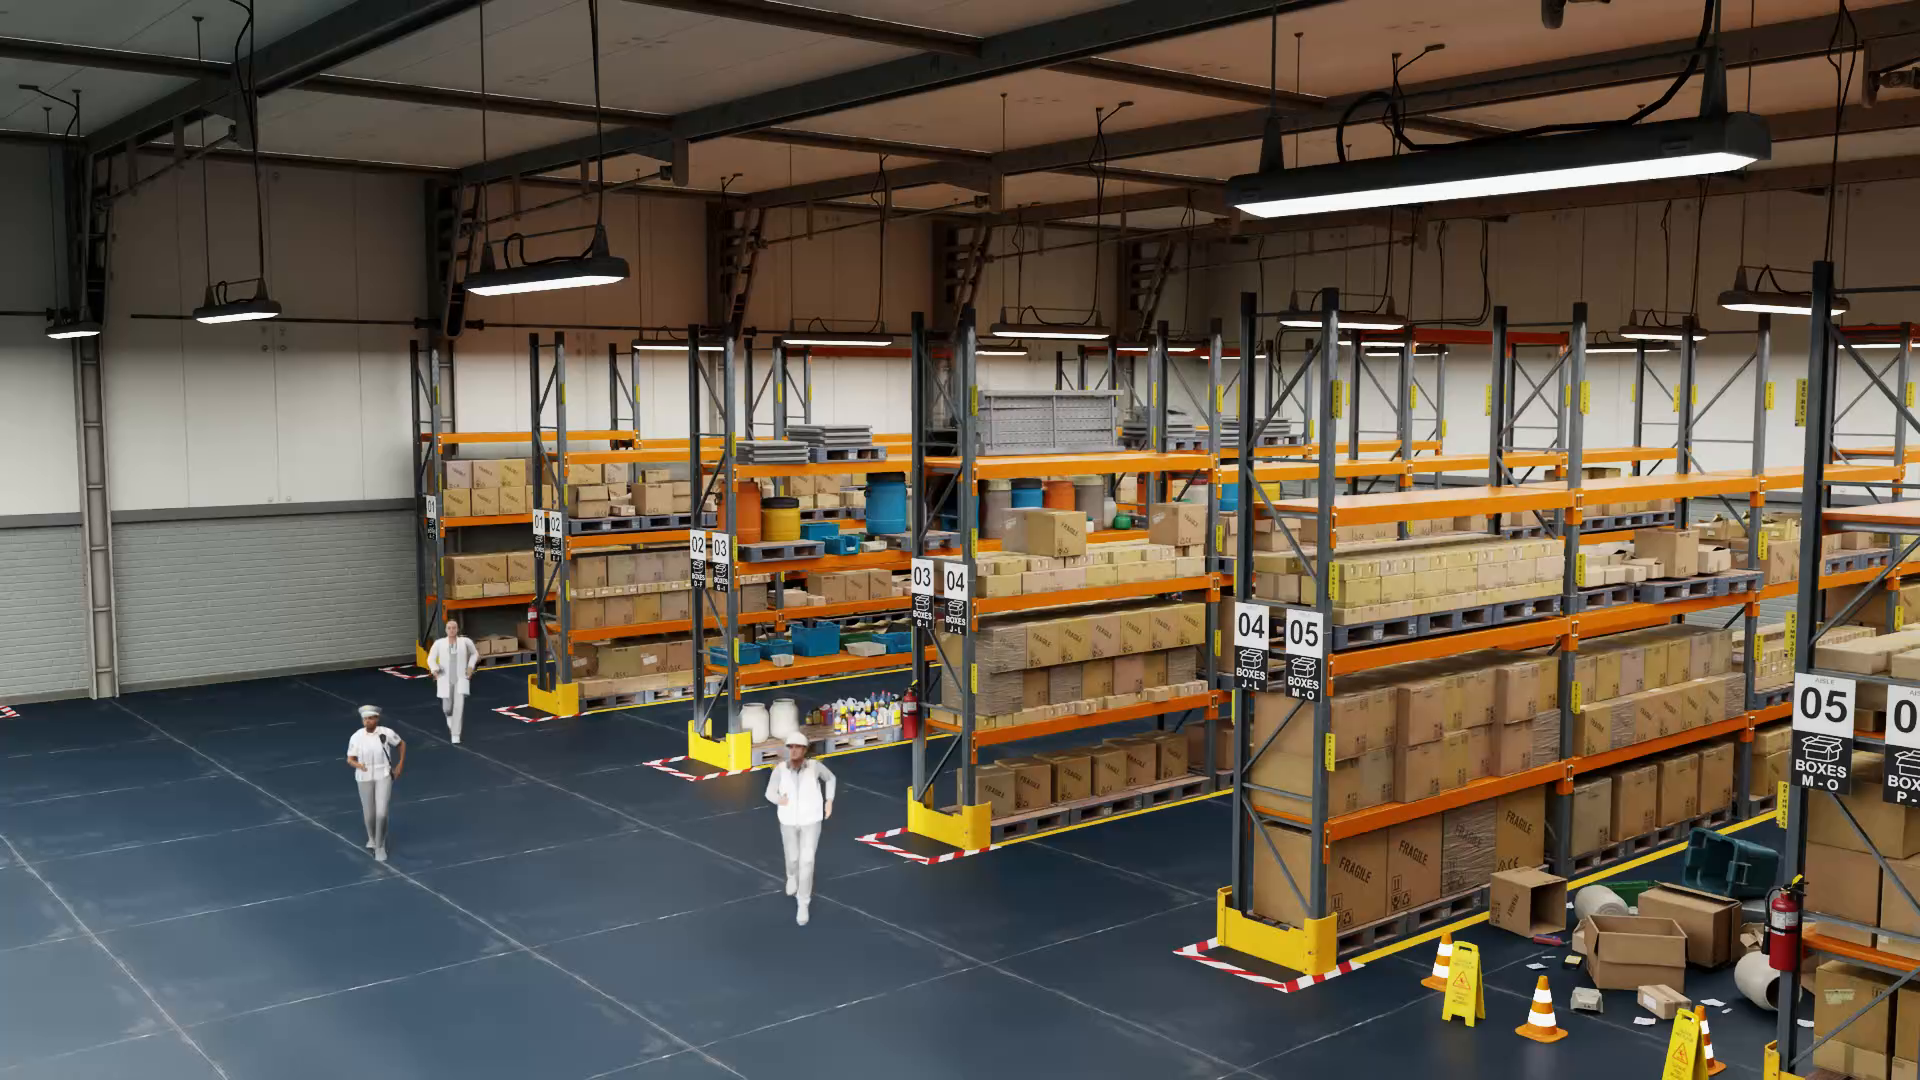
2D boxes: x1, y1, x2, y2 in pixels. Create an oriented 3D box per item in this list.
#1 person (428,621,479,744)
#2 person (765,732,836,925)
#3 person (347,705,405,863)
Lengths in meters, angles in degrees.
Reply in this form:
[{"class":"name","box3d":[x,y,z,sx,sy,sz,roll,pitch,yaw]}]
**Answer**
[{"class":"person","box3d":[-7.406,2.049,24.335,0.723,1.752,0.861,-1,5,-16]},{"class":"person","box3d":[-1.565,2.767,16.377,0.665,1.806,0.953,0,5,4]},{"class":"person","box3d":[-6.419,2.662,18.279,0.581,1.717,0.734,-1,5,-12]}]
